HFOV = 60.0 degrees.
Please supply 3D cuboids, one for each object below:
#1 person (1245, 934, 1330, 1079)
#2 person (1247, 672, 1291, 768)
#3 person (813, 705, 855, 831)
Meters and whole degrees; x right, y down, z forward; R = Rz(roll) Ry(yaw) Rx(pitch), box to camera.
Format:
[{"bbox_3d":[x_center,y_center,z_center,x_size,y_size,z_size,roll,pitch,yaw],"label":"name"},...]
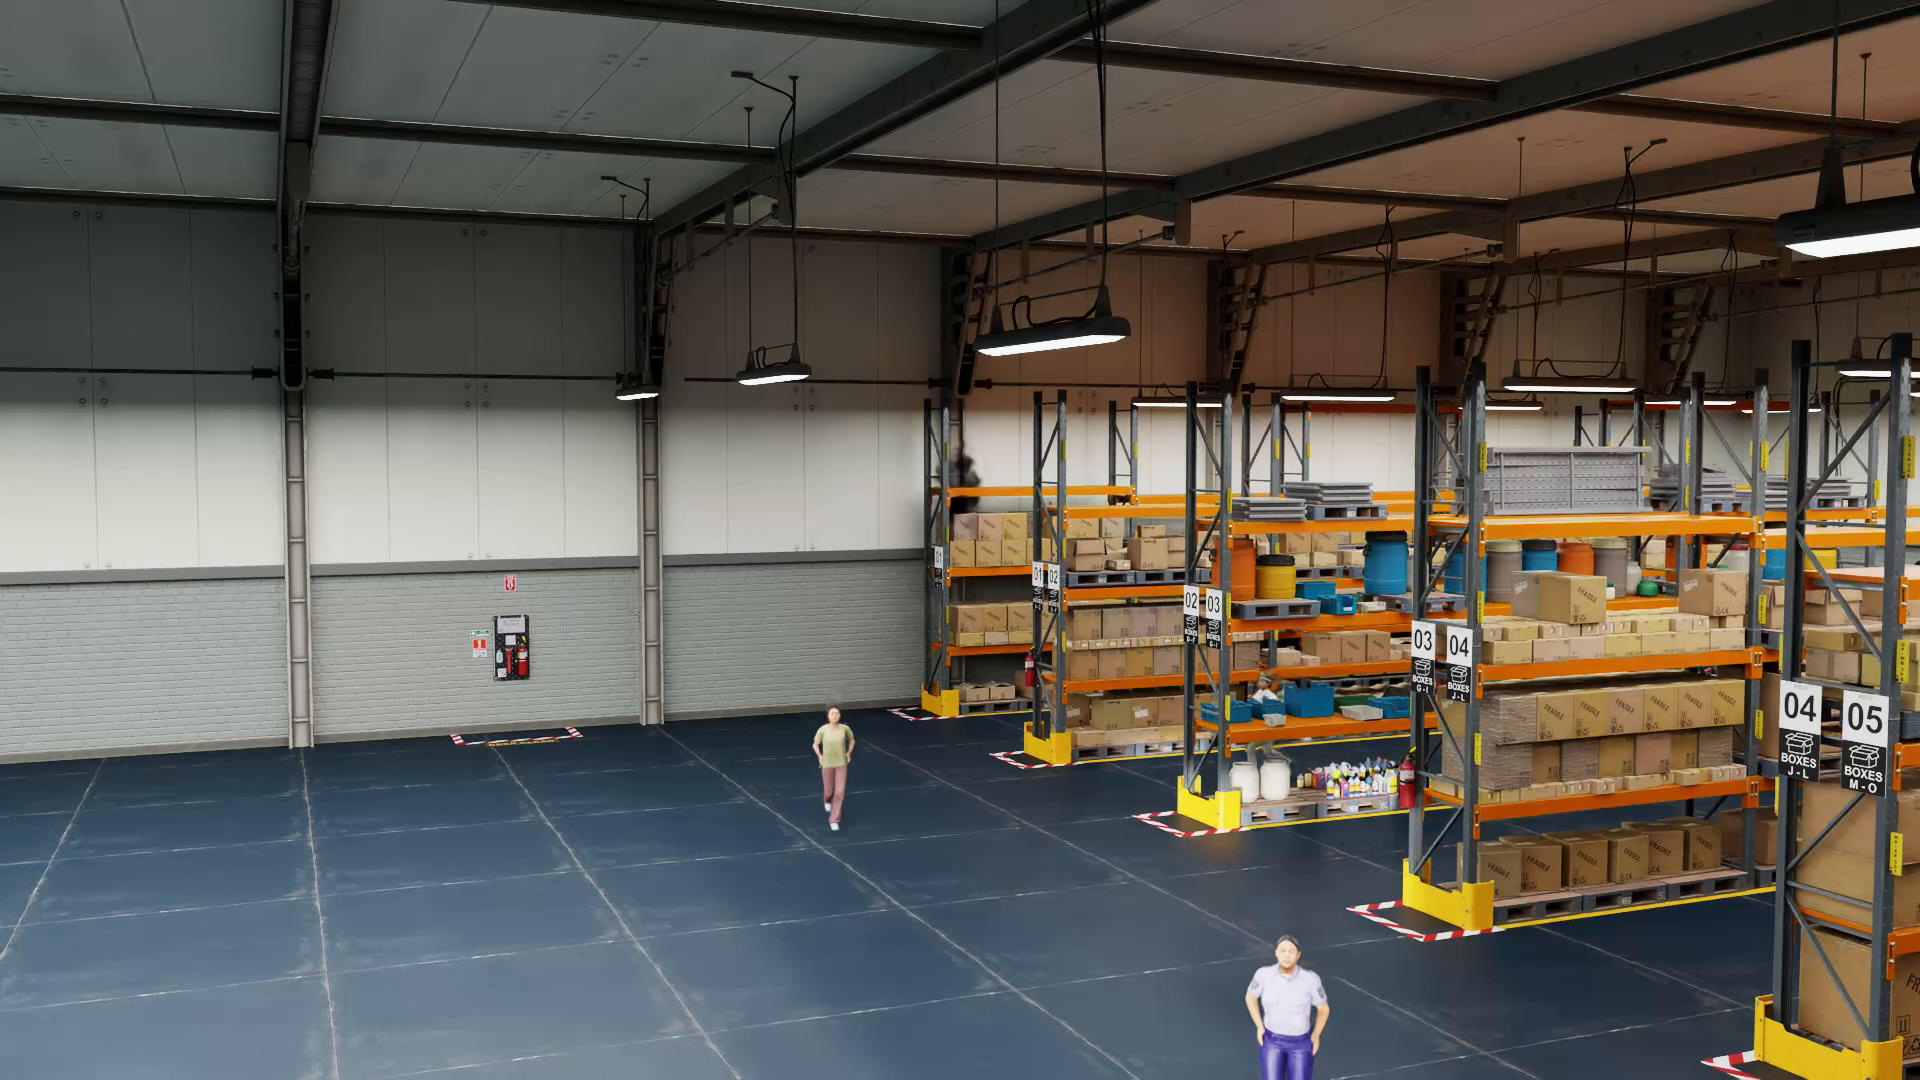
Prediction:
[{"bbox_3d":[2.371,3.662,12.086,0.608,1.621,0.670,1,3,15],"label":"person"},{"bbox_3d":[4.627,2.832,25.284,0.875,1.664,0.624,-2,4,-28],"label":"person"},{"bbox_3d":[-1.687,3.042,22.375,0.579,1.628,0.731,-1,3,-10],"label":"person"}]
